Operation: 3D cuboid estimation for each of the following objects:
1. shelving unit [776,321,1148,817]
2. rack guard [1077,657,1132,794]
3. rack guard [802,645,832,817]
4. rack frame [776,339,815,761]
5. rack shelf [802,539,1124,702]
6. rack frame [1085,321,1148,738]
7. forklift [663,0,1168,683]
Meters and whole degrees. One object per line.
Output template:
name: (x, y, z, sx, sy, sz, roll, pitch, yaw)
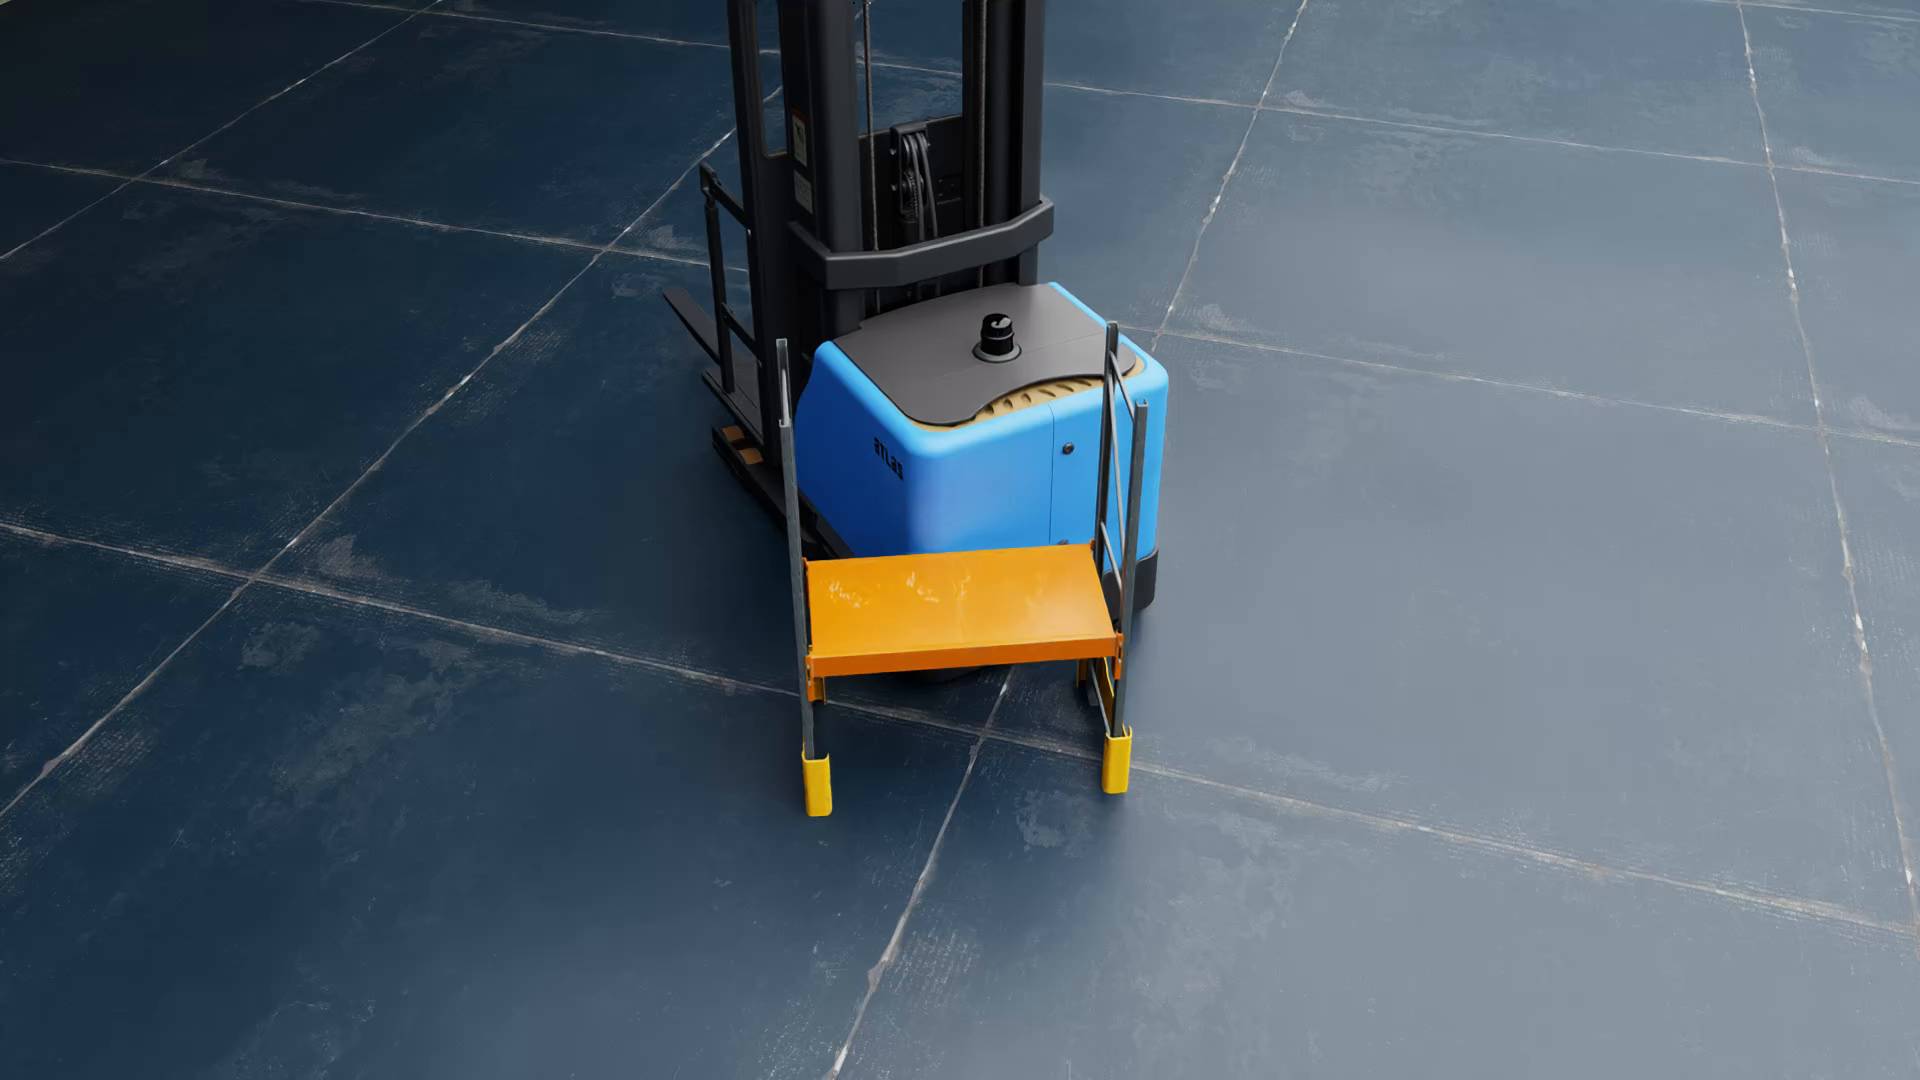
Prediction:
shelving unit: (-0.001, 0.107, 5.339, 1.083, 1.500, 0.587, -4, 37, -5)
rack guard: (0.494, 0.579, 5.752, 0.087, 0.250, 0.587, -4, 37, -5)
rack guard: (-0.496, 0.642, 5.666, 0.087, 0.250, 0.587, -4, 37, -5)
rack frame: (-0.515, 0.140, 5.294, 0.032, 1.500, 0.500, -4, 37, -5)
rack shelf: (-0.010, 0.253, 5.445, 1.000, 0.185, 0.538, -4, 37, -5)
rack frame: (0.496, 0.076, 5.382, 0.032, 1.500, 0.500, -4, 37, -5)
forklift: (-0.412, -1.526, 6.351, 1.130, 2.935, 3.031, -18, 40, -23)
